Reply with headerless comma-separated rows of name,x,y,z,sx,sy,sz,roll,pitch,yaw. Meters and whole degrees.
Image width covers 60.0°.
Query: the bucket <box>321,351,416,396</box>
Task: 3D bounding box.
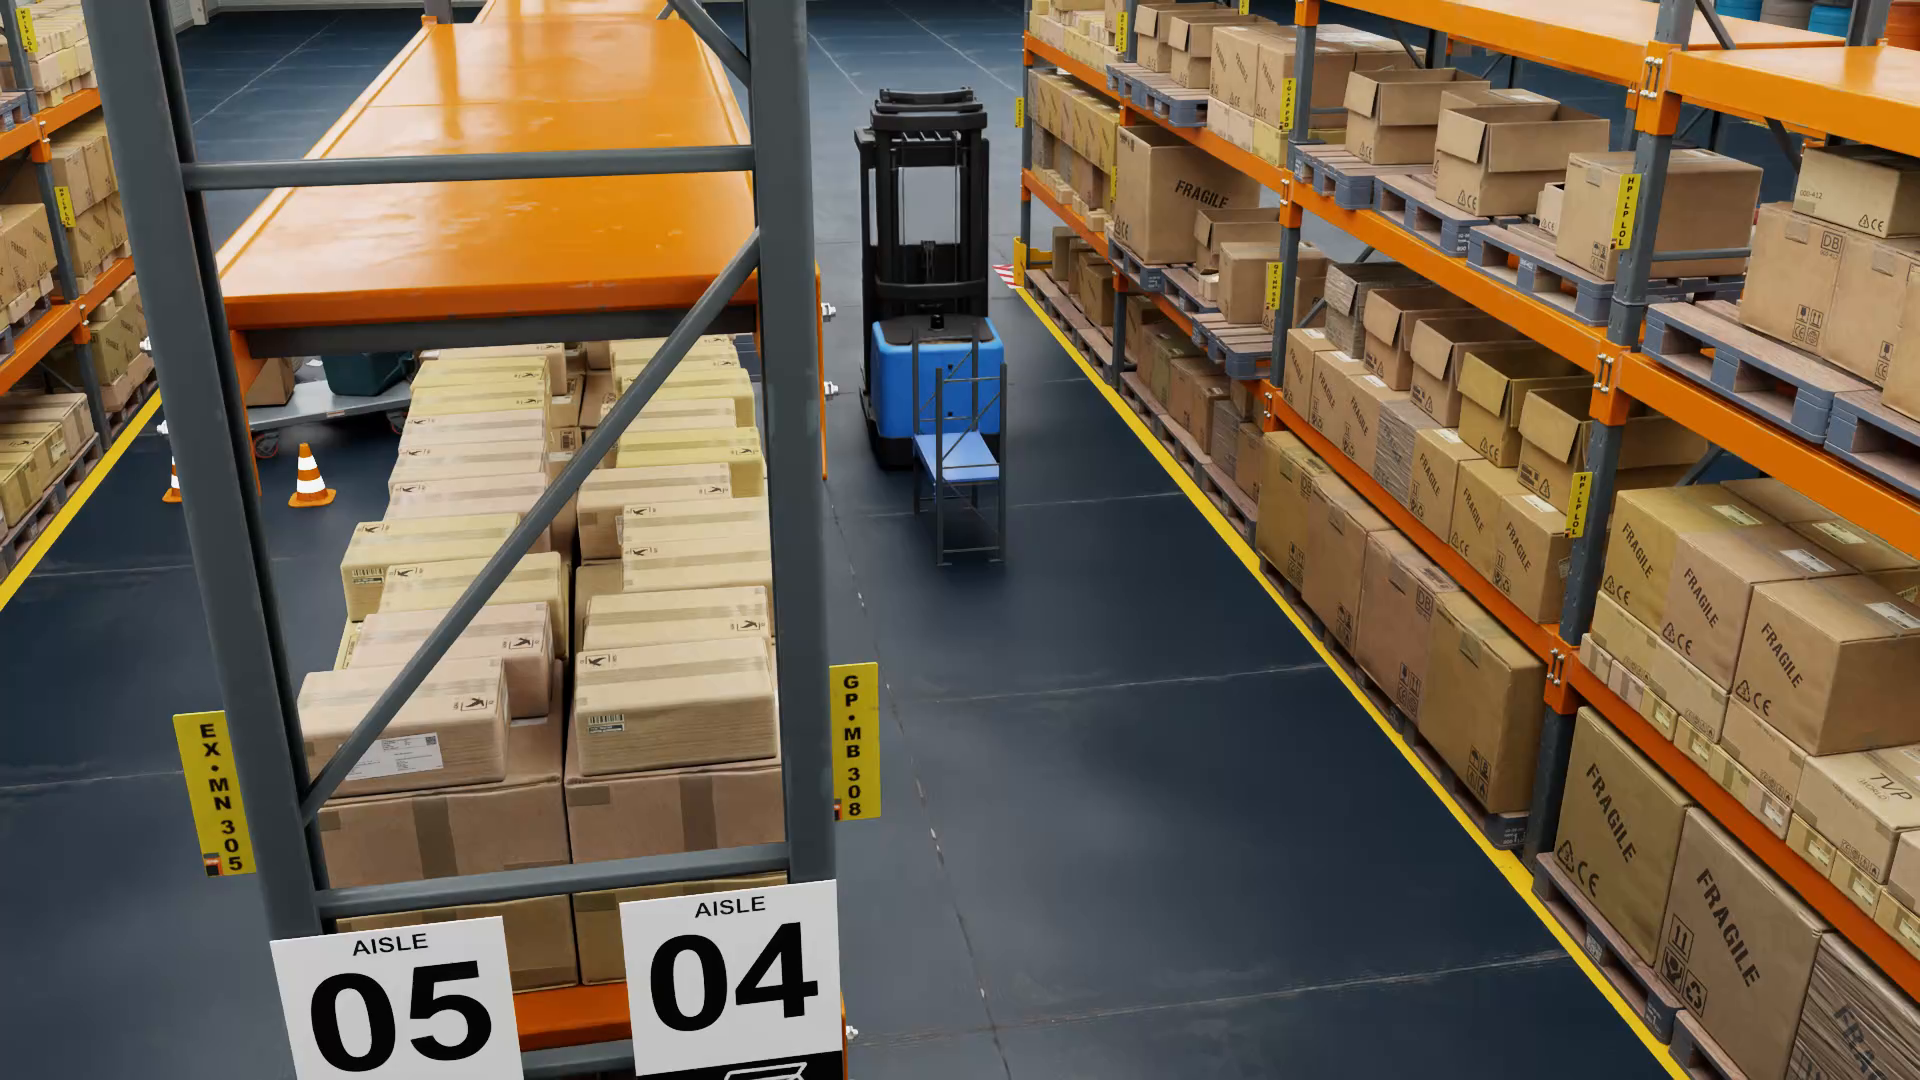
bucket,-5.241,-1.611,14.623,0.726,0.611,0.620,4,34,9

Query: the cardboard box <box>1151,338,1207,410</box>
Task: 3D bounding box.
cardboard box,2.105,-1.483,14.713,0.700,0.500,0.500,-4,24,-10

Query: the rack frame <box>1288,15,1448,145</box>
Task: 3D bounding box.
rack frame,2.683,-4.034,10.487,1.000,3.000,0.127,-4,24,-10

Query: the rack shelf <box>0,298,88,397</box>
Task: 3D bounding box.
rack shelf,-7.426,-1.009,11.953,1.077,0.370,4.000,-4,24,-10

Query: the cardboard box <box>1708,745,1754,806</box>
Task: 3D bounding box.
cardboard box,3.346,0.955,6.872,0.380,0.149,0.250,-5,24,-10

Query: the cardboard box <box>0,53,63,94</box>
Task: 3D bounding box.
cardboard box,-7.608,-3.761,13.423,0.500,0.250,0.500,-5,24,-11

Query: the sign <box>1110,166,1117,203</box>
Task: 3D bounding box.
sign,1.411,-3.212,15.018,0.100,0.325,0.005,-4,24,-10

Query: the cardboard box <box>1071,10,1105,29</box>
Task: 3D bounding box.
cardboard box,1.326,-5.186,16.561,0.380,0.149,0.250,-5,24,-10

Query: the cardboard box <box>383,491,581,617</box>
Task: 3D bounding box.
cardboard box,-1.254,0.089,4.357,0.500,0.250,0.500,-4,24,-9

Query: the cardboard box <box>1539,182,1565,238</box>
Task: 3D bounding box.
cardboard box,3.308,-1.676,8.422,0.500,0.311,0.500,-5,24,-12

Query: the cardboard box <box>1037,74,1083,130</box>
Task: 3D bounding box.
cardboard box,1.123,-4.639,17.620,0.500,0.500,0.500,-4,24,-10

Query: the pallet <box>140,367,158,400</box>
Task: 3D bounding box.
pallet,-8.184,-1.590,15.869,1.003,0.211,1.213,-4,24,-10

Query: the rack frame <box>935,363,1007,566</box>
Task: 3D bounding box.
rack frame,0.078,-0.521,11.811,0.500,1.500,0.032,-4,24,-10

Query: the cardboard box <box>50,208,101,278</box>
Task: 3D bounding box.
cardboard box,-7.603,-2.501,13.975,0.500,0.500,0.500,-4,24,-10

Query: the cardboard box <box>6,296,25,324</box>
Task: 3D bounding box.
cardboard box,-7.264,-1.717,12.465,0.380,0.149,0.250,-4,24,-9

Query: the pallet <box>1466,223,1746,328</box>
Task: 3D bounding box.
pallet,3.205,-1.356,8.340,0.805,0.209,1.217,-5,24,-12

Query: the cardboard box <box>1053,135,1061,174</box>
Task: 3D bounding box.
cardboard box,1.489,-4.208,17.883,0.875,0.500,0.500,-4,24,-10

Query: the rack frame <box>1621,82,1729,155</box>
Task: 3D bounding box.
rack frame,6.811,-3.225,16.129,1.000,3.000,0.127,-4,24,-10

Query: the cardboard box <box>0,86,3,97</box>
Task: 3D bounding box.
cardboard box,-7.545,-3.404,12.455,0.500,0.250,0.500,-5,24,-11

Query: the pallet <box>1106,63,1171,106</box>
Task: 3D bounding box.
pallet,1.953,-3.896,14.153,1.213,0.211,1.003,-4,24,-10

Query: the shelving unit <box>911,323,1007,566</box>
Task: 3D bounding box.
shelving unit,-0.016,-0.721,12.269,0.538,1.500,1.048,-4,24,-10

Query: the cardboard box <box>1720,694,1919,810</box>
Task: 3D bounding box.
cardboard box,3.440,0.824,6.674,0.500,0.250,0.500,-4,24,-8

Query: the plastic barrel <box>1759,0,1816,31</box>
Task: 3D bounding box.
plastic barrel,7.239,-4.388,14.418,0.600,0.901,0.600,0,24,0

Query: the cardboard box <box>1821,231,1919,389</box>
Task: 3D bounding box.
cardboard box,3.721,-0.855,6.181,0.700,0.500,0.500,-3,24,-7

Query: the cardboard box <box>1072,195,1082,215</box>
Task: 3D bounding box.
cardboard box,1.352,-3.397,16.837,0.380,0.149,0.250,-4,24,-10

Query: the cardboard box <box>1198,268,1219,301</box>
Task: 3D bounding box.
cardboard box,2.109,-2.052,13.086,0.396,0.266,0.258,-5,24,-11

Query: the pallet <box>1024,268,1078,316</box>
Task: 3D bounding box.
pallet,1.333,-2.802,18.644,1.003,0.211,1.213,-4,24,-10

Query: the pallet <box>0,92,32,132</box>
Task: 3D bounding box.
pallet,-7.786,-3.163,12.474,1.213,0.211,1.003,-4,24,-10

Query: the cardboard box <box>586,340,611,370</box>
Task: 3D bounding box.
cardboard box,-1.066,-0.691,5.644,0.380,0.149,0.250,-3,24,-8

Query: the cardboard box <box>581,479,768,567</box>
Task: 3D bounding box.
cardboard box,-0.736,0.057,4.429,0.500,0.250,0.500,-4,24,-9

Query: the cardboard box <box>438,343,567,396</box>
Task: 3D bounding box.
cardboard box,-1.464,-0.560,5.344,0.380,0.149,0.250,-5,24,-11

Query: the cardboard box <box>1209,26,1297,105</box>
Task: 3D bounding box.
cardboard box,2.167,-3.501,12.263,0.500,0.500,0.500,-4,24,-9

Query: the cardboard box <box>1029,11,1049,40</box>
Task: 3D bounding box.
cardboard box,1.039,-5.529,17.844,0.500,0.250,0.500,-4,24,-8

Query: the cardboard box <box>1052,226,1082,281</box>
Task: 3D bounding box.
cardboard box,1.303,-3.232,18.743,0.500,0.500,0.500,0,24,0

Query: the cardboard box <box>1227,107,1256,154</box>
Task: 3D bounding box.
cardboard box,2.249,-2.954,11.948,0.500,0.250,0.500,-4,24,-10

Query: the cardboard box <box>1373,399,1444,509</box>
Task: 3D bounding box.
cardboard box,2.792,-0.519,9.808,0.500,0.500,0.500,-4,24,-10

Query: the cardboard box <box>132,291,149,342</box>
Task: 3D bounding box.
cardboard box,-7.844,-2.067,15.451,0.500,0.500,0.500,-3,24,-7

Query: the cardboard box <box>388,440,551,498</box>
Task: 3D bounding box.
cardboard box,-1.287,-0.144,4.391,0.380,0.149,0.250,-4,24,-9

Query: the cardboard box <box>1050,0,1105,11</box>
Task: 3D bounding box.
cardboard box,1.213,-5.614,16.730,0.500,0.500,0.500,-4,24,-10

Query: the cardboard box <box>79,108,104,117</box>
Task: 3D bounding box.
cardboard box,-7.945,-3.761,15.611,0.700,0.500,0.500,-5,24,-10

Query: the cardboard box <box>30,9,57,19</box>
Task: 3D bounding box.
cardboard box,-8.509,-4.773,15.243,0.380,0.149,0.250,-4,24,-10

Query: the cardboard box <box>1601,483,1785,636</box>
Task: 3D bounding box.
cardboard box,3.260,0.084,7.431,0.500,0.500,0.500,-4,24,-10

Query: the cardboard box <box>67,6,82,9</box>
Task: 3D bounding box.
cardboard box,-8.111,-4.905,15.546,0.380,0.149,0.250,-4,24,-9

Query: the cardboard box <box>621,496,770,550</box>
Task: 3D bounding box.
cardboard box,-0.619,0.017,4.022,0.380,0.149,0.250,-4,24,-9

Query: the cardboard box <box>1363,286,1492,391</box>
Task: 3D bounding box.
cardboard box,2.920,-1.245,10.218,0.797,0.503,0.637,-4,24,-9

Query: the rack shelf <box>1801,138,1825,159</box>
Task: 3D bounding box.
rack shelf,11.310,-4.047,18.910,1.077,0.370,4.000,-4,24,-10

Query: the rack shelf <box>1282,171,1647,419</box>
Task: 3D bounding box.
rack shelf,3.053,-1.544,9.430,1.077,0.370,4.000,-4,24,-10

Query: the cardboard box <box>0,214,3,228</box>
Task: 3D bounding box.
cardboard box,-7.348,-2.362,12.321,0.380,0.149,0.250,-5,24,-11

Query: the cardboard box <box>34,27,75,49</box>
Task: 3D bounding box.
cardboard box,-7.672,-4.208,13.950,0.380,0.149,0.250,-4,24,-10

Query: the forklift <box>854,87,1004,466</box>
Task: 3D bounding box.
forklift,-0.330,-2.514,14.586,1.130,2.935,3.031,-3,24,-7

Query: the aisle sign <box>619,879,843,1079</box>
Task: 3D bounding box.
aisle sign,-0.423,1.004,3.198,0.394,0.787,0.004,-4,24,-10

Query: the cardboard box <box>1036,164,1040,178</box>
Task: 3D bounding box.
cardboard box,1.049,-4.087,18.417,0.380,0.149,0.250,-4,24,-10
